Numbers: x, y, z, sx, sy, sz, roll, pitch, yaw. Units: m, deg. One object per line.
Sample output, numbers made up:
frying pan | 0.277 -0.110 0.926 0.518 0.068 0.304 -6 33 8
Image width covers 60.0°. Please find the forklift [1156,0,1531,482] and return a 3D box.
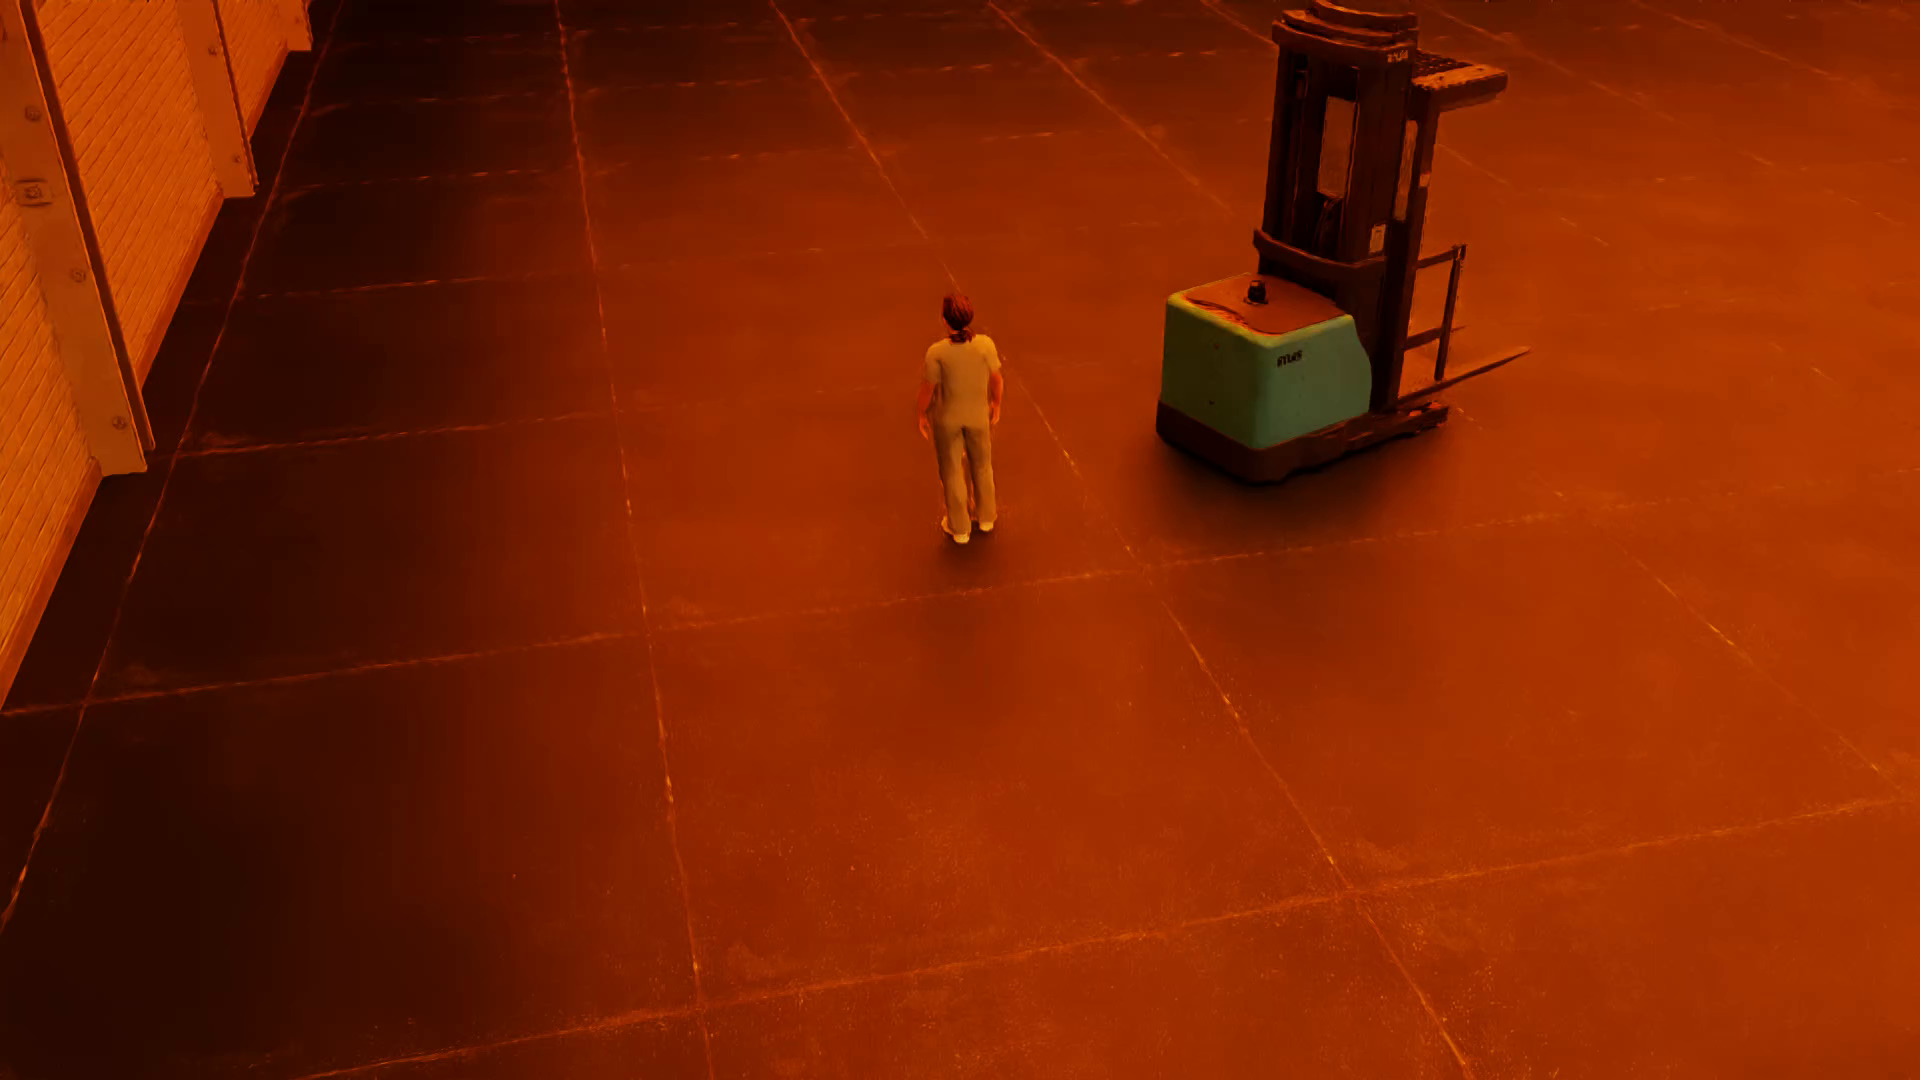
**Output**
forklift | 2.880 -2.222 11.413 3.031 2.935 1.130 -19 35 -30

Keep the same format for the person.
person | -0.004 -0.769 10.141 0.550 1.674 0.548 -7 31 -12
